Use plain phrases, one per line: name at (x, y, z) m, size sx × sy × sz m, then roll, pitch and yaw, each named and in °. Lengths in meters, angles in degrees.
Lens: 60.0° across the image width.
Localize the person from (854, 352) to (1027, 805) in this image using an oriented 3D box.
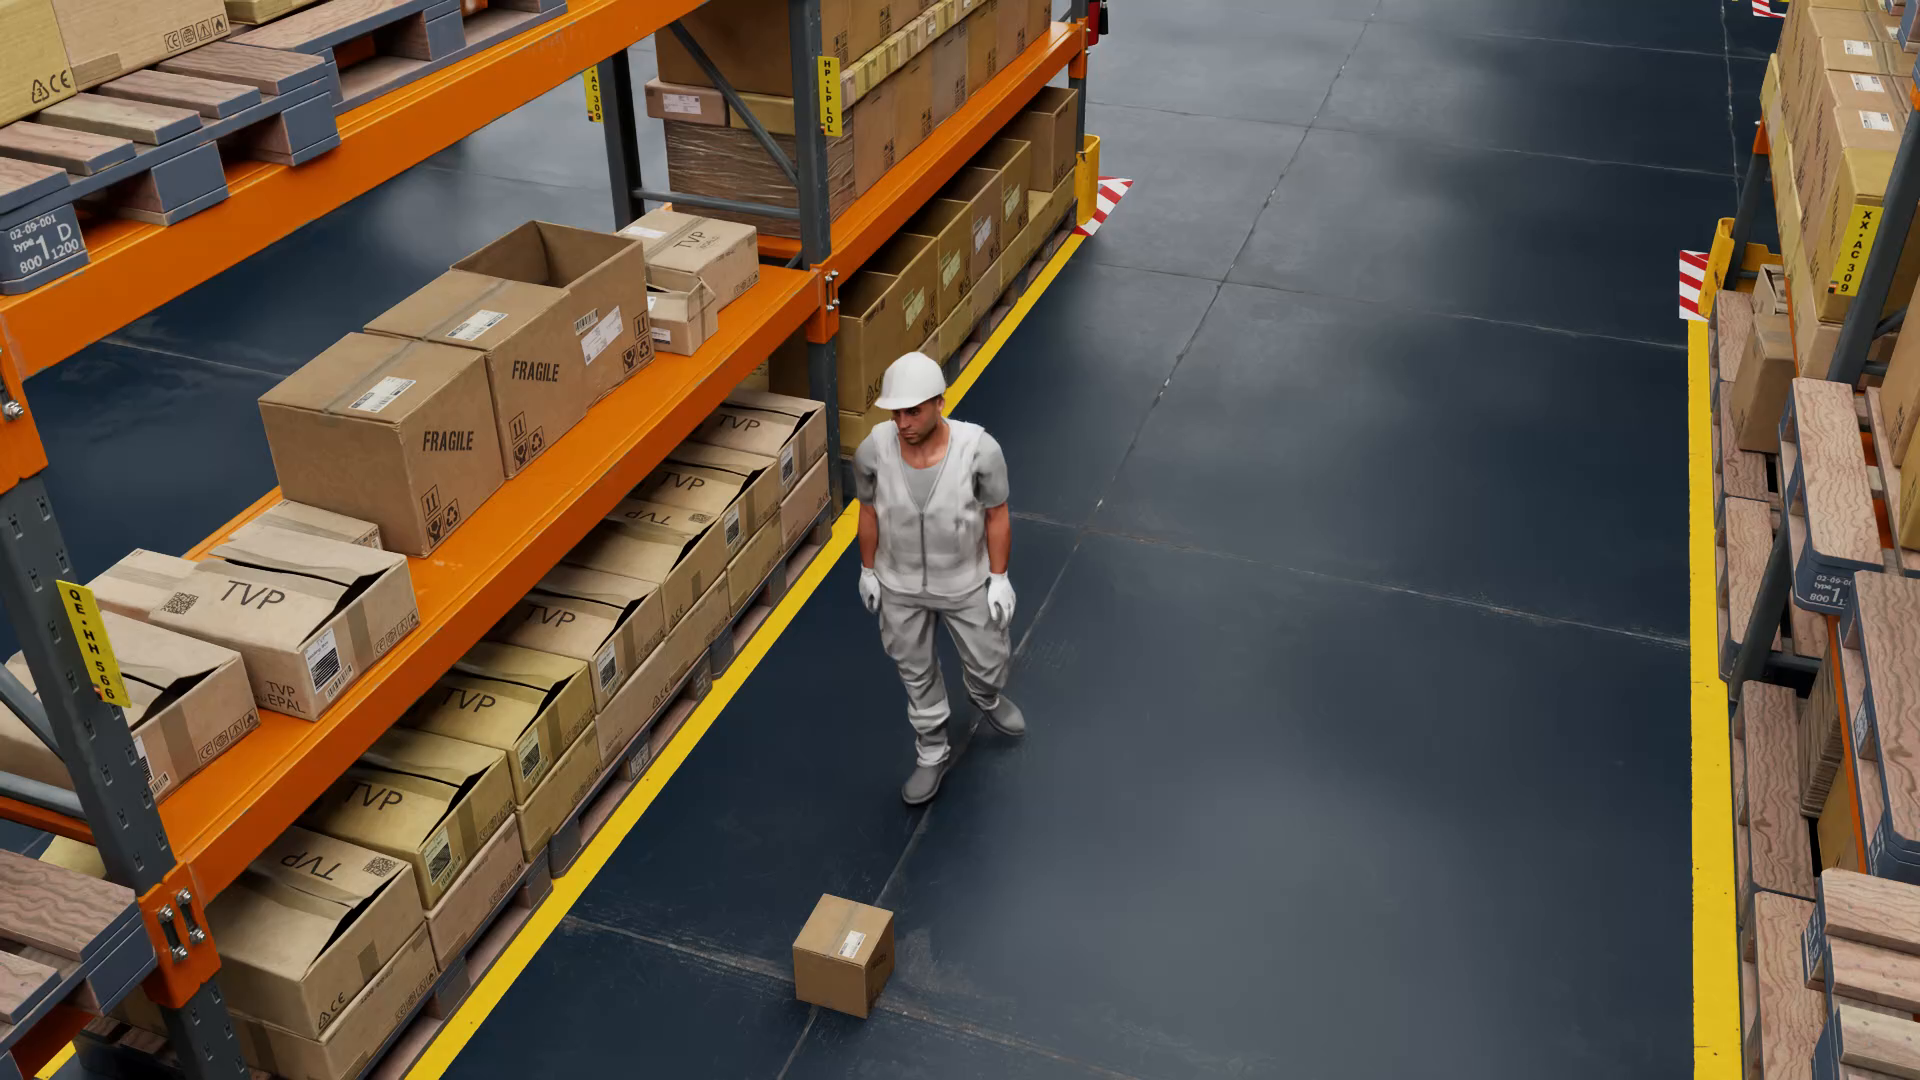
person at (-0.058, 0.103, 5.928) m, size 0.606 × 1.783 × 0.592 m, roll 4°, pitch 33°, yaw 7°
